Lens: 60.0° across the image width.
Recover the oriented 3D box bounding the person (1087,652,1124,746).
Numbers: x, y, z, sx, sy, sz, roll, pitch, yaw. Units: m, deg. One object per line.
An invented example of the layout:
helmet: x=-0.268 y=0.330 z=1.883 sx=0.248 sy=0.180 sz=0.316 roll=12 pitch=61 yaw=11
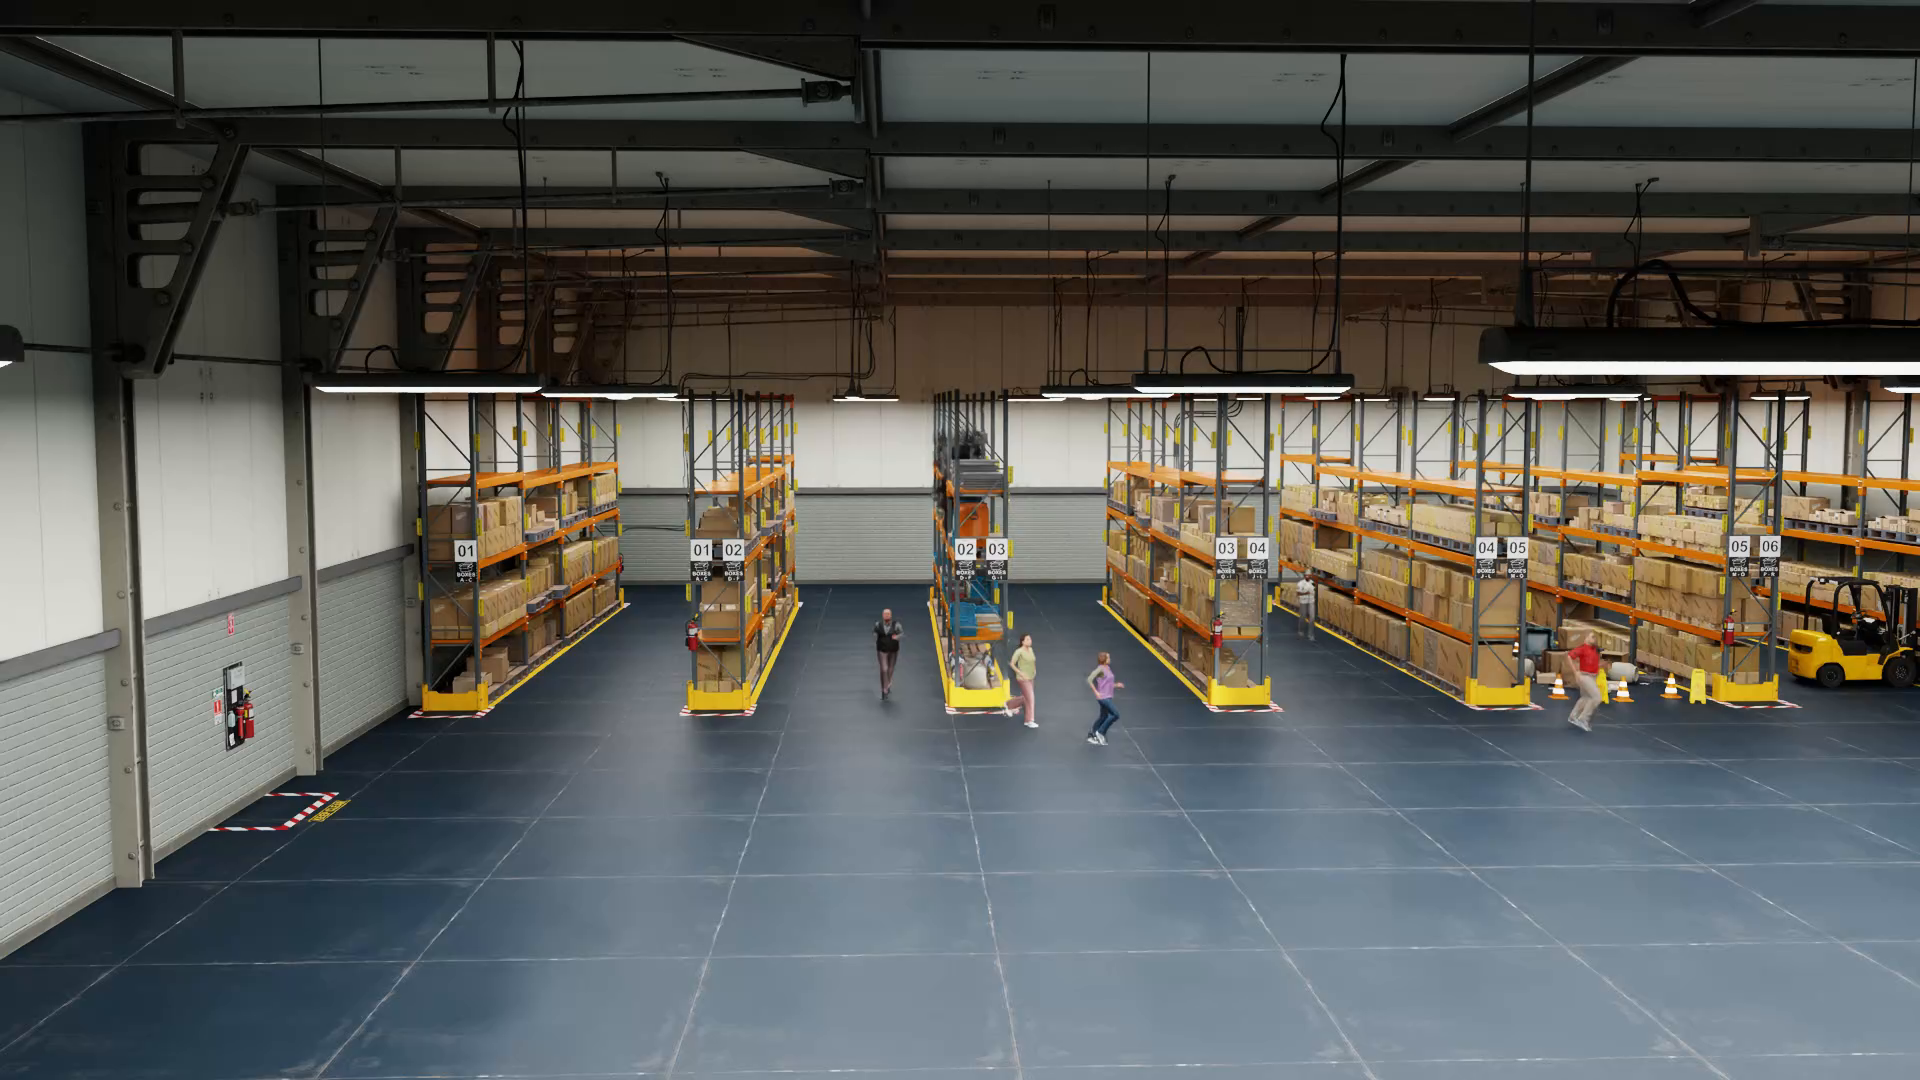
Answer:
person: x=2.430 y=2.652 z=27.801 sx=0.643 sy=1.572 sz=0.508 roll=2 pitch=5 yaw=20

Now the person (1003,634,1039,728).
person: x=1.106 y=2.481 z=29.642 sx=0.760 sy=1.666 sz=0.593 roll=4 pitch=6 yaw=39

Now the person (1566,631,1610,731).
person: x=11.072 y=2.494 z=29.286 sx=0.732 sy=1.768 sz=0.637 roll=4 pitch=6 yaw=39

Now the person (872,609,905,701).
person: x=-1.388 y=2.226 z=32.464 sx=0.630 sy=1.785 sz=0.789 roll=-1 pitch=5 yaw=-7

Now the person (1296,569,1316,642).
person: x=8.435 y=1.575 z=40.447 sx=0.560 sy=1.754 sz=0.742 roll=0 pitch=5 yaw=-4
